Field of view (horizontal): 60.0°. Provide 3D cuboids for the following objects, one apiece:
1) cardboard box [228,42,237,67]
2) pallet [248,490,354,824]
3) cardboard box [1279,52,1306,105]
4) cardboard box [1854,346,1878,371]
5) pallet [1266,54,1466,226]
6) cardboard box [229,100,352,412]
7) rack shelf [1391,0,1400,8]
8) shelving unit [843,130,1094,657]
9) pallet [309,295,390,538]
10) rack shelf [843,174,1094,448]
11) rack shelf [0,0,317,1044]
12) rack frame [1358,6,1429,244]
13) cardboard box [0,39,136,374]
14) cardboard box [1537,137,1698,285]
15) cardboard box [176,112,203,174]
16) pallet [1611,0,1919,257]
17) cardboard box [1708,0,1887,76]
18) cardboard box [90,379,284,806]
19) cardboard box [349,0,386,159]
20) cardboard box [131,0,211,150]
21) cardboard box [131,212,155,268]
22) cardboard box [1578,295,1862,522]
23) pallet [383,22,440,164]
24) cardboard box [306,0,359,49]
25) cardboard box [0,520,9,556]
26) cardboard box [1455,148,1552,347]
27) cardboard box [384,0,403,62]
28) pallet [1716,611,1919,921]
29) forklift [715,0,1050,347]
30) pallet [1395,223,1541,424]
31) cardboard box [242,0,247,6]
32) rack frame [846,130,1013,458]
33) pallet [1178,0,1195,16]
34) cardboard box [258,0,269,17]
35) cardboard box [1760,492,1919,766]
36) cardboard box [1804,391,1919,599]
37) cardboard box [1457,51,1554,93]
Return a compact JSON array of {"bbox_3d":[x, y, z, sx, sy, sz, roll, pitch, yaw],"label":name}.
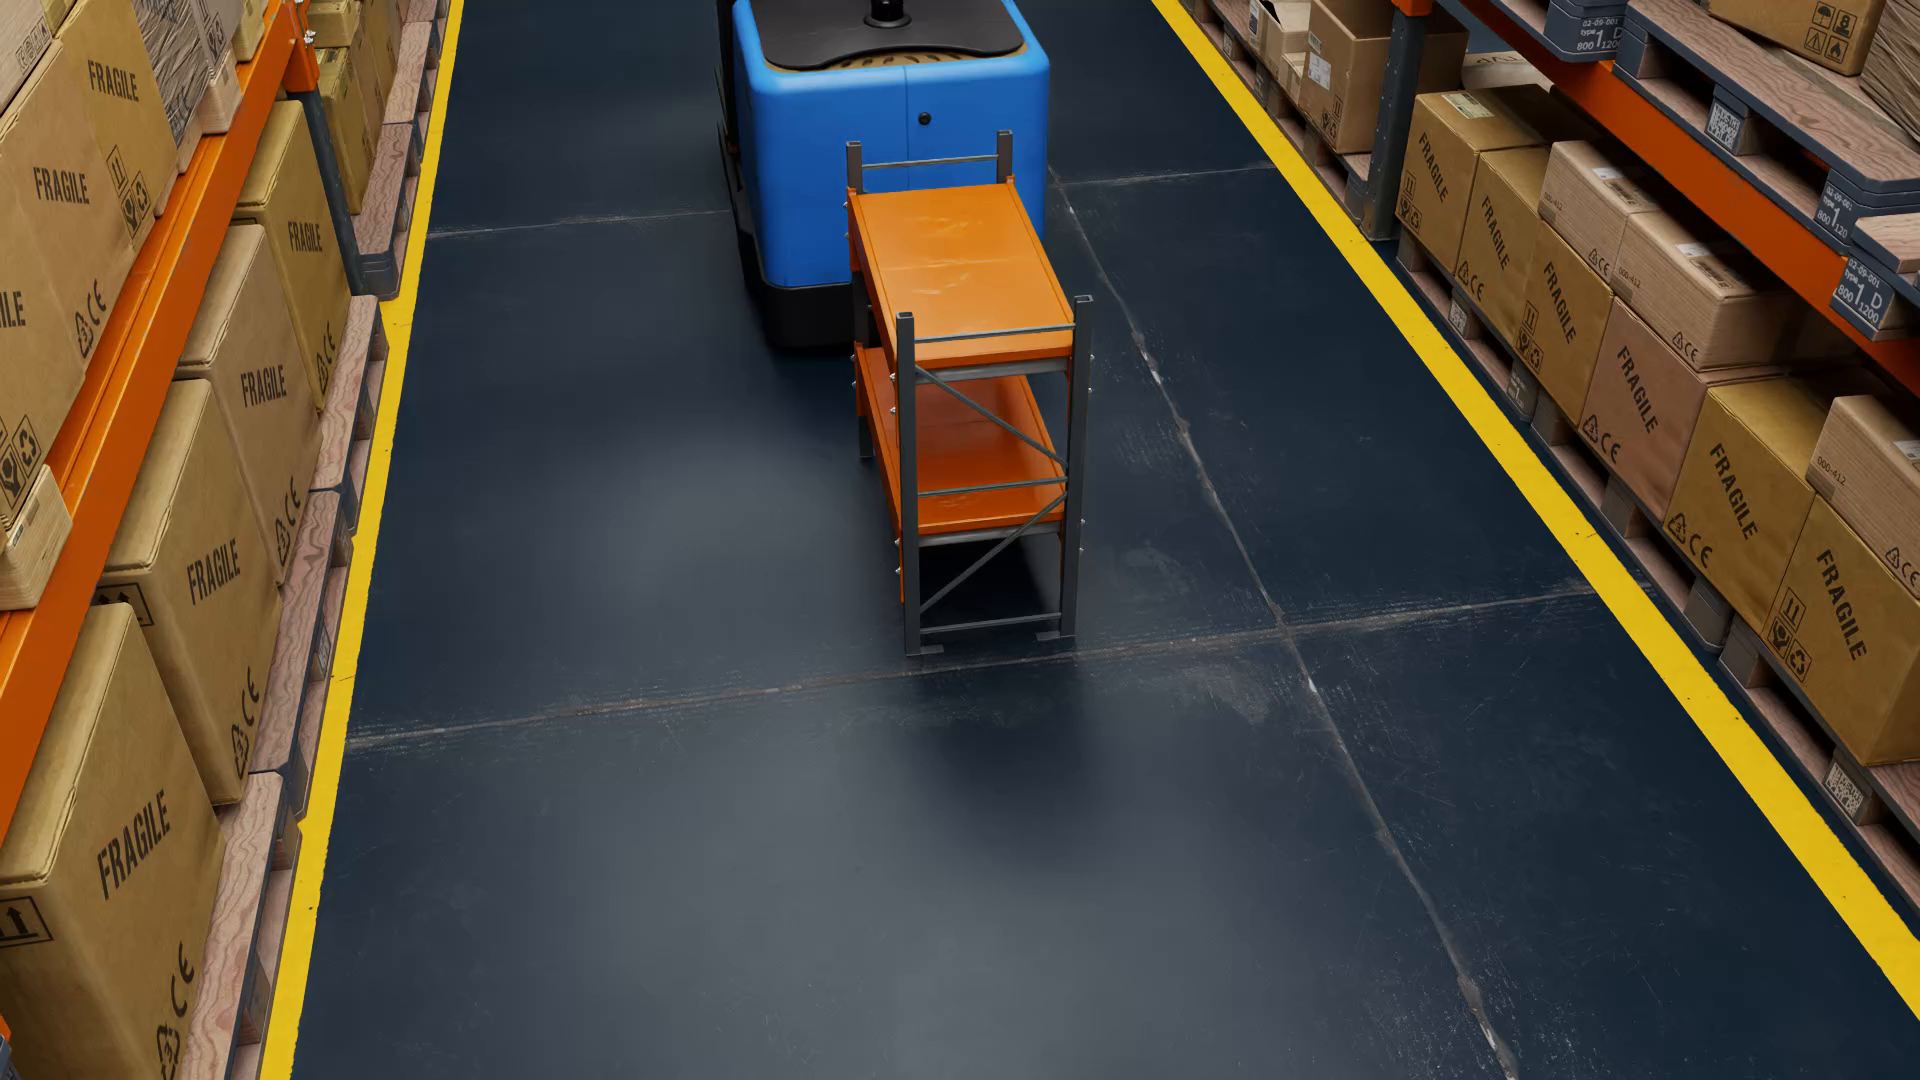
[{"bbox_3d":[-2.311,-1.378,4.767,0.380,0.149,0.250,-5,38,-7],"label":"cardboard box"},{"bbox_3d":[-2.291,0.344,4.636,1.003,0.211,1.213,-6,38,-8],"label":"pallet"},{"bbox_3d":[1.655,-2.071,7.435,0.380,0.149,0.250,-6,38,-8],"label":"cardboard box"},{"bbox_3d":[2.785,-0.499,5.126,0.500,0.500,0.500,-7,38,-9],"label":"cardboard box"},{"bbox_3d":[2.039,-1.803,7.398,1.003,0.211,1.213,-6,38,-8],"label":"pallet"},{"bbox_3d":[-2.476,-0.892,5.363,0.750,0.750,0.750,-6,38,-7],"label":"cardboard box"},{"bbox_3d":[1.808,-3.413,7.784,1.077,0.370,4.000,-6,38,-8],"label":"rack shelf"},{"bbox_3d":[-0.001,-0.448,4.910,0.538,1.125,1.048,-6,38,-8],"label":"shelving unit"},{"bbox_3d":[-2.508,-0.395,5.586,1.003,0.211,1.213,-6,38,-8],"label":"pallet"},{"bbox_3d":[-0.001,-0.679,4.731,0.538,0.278,1.000,-6,38,-8],"label":"rack shelf"},{"bbox_3d":[-2.367,-0.462,3.986,1.077,0.370,4.000,-6,38,-8],"label":"rack shelf"},{"bbox_3d":[2.159,-2.489,6.009,1.000,3.000,0.127,-6,38,-8],"label":"rack frame"},{"bbox_3d":[-2.018,-0.641,3.290,0.500,0.500,0.500,-6,38,-8],"label":"cardboard box"},{"bbox_3d":[2.179,-1.049,5.223,0.500,0.250,0.500,-6,38,-8],"label":"cardboard box"},{"bbox_3d":[-2.229,-1.070,4.370,0.380,0.149,0.250,-6,38,-8],"label":"cardboard box"},{"bbox_3d":[2.515,-1.171,4.469,1.003,0.211,1.213,-6,38,-8],"label":"pallet"},{"bbox_3d":[2.529,-1.634,4.484,0.700,0.500,0.500,-16,41,-19],"label":"cardboard box"},{"bbox_3d":[-2.163,0.157,4.013,0.750,0.750,0.750,-6,38,-8],"label":"cardboard box"},{"bbox_3d":[-2.832,-1.899,6.945,0.700,0.500,0.500,-7,38,-8],"label":"cardboard box"},{"bbox_3d":[-2.210,-1.256,4.081,0.500,0.500,0.500,-6,38,-8],"label":"cardboard box"},{"bbox_3d":[-2.165,-0.755,3.965,0.380,0.149,0.250,-5,38,-7],"label":"cardboard box"},{"bbox_3d":[2.277,-0.428,5.035,0.500,0.500,0.500,-8,38,-10],"label":"cardboard box"},{"bbox_3d":[-2.991,-2.059,7.728,1.003,0.211,1.213,-6,38,-8],"label":"pallet"},{"bbox_3d":[-2.628,-2.078,6.646,0.380,0.149,0.250,-5,38,-6],"label":"cardboard box"},{"bbox_3d":[-1.849,-0.024,2.495,0.500,0.500,0.500,-5,38,-7],"label":"cardboard box"},{"bbox_3d":[2.108,-1.036,5.818,0.500,0.500,0.500,-6,38,-7],"label":"cardboard box"},{"bbox_3d":[-3.021,-2.531,7.758,0.700,0.500,0.500,-7,38,-9],"label":"cardboard box"},{"bbox_3d":[2.766,0.573,4.340,1.003,0.211,1.213,-6,38,-8],"label":"pallet"},{"bbox_3d":[-0.466,-2.761,6.415,1.130,2.935,3.031,-7,38,-9],"label":"forklift"},{"bbox_3d":[2.339,-0.901,6.237,1.003,0.211,1.213,-6,38,-8],"label":"pallet"},{"bbox_3d":[-2.388,-1.867,4.868,0.500,0.500,0.500,-7,38,-9],"label":"cardboard box"},{"bbox_3d":[-0.090,-0.755,5.305,0.500,1.125,0.032,-6,38,-8],"label":"rack frame"},{"bbox_3d":[1.612,-3.276,9.295,1.003,0.211,1.213,-6,38,-8],"label":"pallet"},{"bbox_3d":[-2.380,-1.689,5.167,0.380,0.149,0.250,-6,38,-8],"label":"cardboard box"},{"bbox_3d":[2.465,0.201,4.226,0.500,0.500,0.500,-5,38,-6],"label":"cardboard box"},{"bbox_3d":[2.451,-0.129,4.039,0.500,0.250,0.500,-5,38,-6],"label":"cardboard box"},{"bbox_3d":[2.298,-1.878,7.055,0.500,0.311,0.500,-6,38,-8],"label":"cardboard box"}]
